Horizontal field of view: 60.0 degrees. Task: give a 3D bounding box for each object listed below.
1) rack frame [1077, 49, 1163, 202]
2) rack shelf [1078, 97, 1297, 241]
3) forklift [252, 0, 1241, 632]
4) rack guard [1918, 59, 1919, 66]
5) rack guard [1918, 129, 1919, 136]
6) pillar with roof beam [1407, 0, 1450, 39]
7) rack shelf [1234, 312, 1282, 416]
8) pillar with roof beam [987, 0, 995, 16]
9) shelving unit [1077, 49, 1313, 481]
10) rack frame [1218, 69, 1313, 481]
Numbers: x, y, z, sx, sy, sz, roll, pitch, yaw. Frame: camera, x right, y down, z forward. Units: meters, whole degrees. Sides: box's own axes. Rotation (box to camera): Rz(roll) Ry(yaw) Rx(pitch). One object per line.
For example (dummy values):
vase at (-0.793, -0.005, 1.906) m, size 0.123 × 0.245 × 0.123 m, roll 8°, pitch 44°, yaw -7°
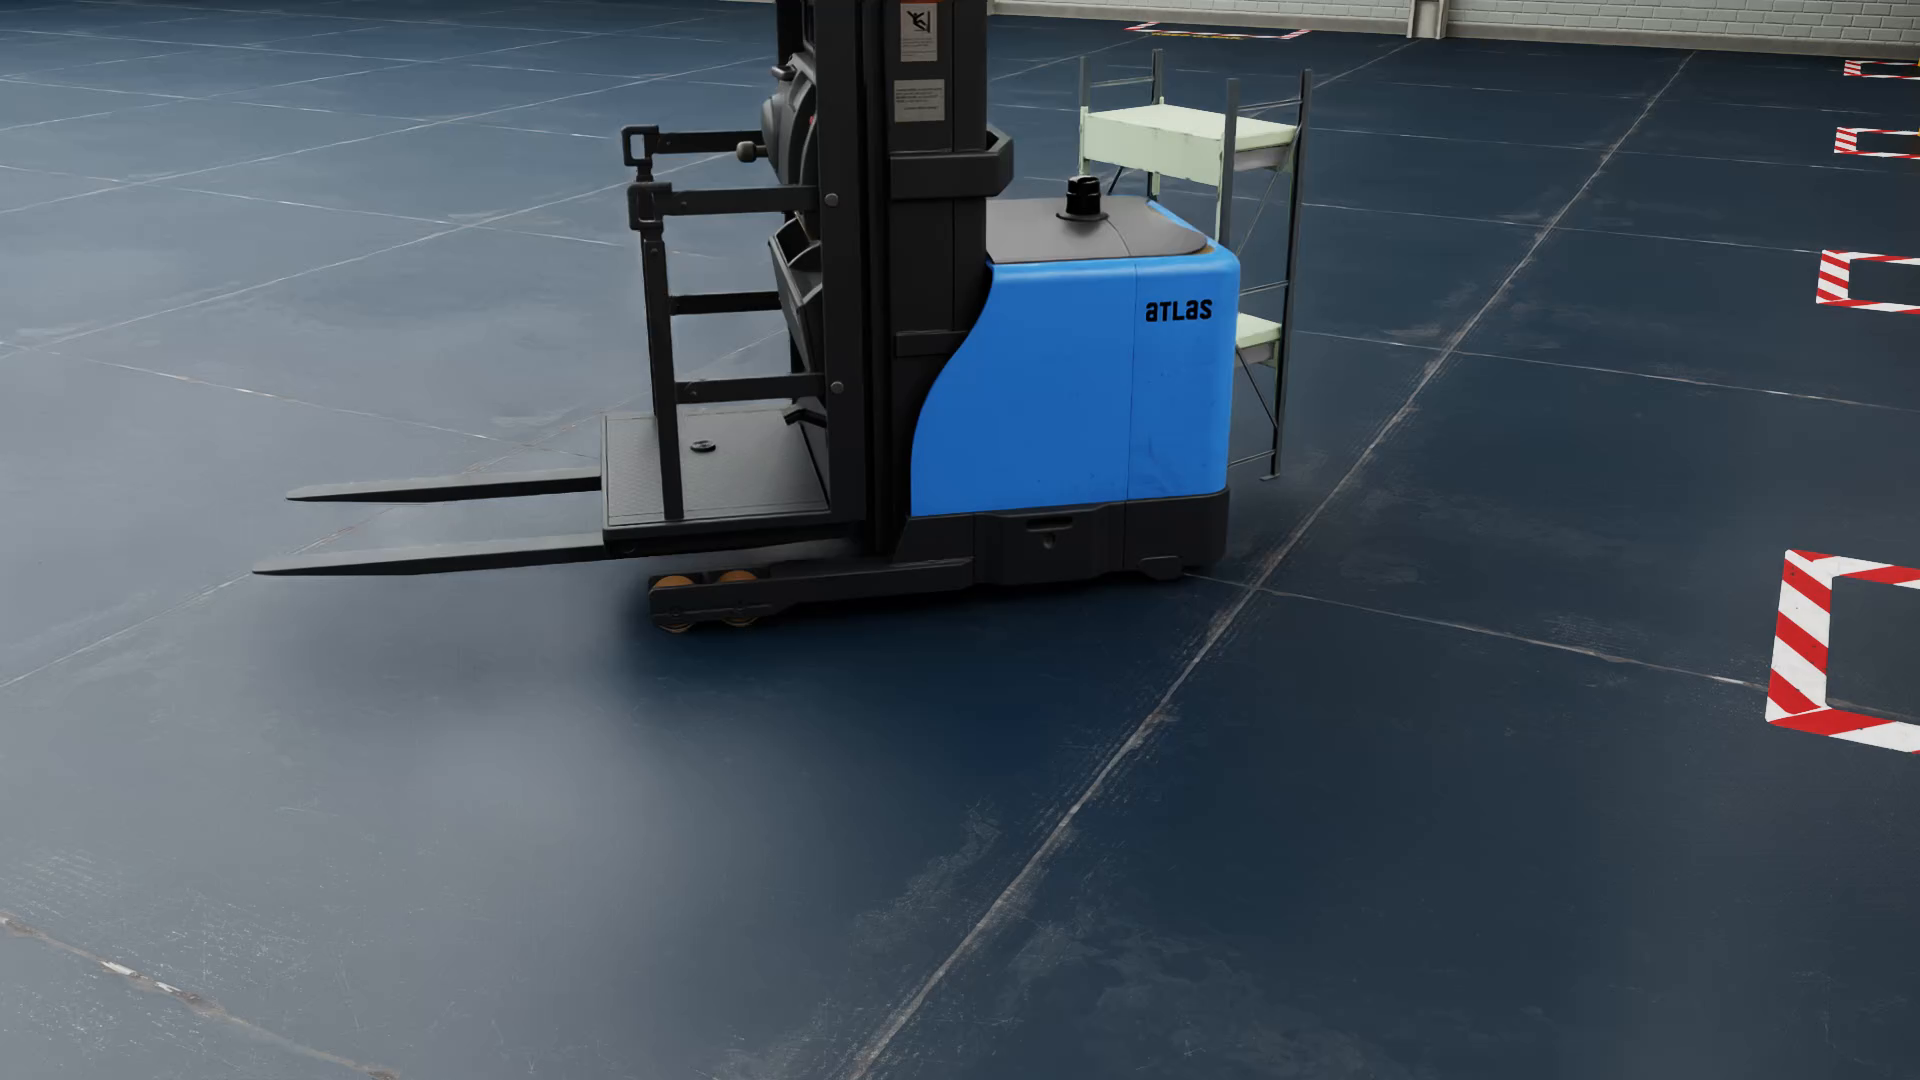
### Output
rack frame at (0.602, -1.113, 6.451) m, size 0.400 × 1.500 × 0.023 m, roll -17°, pitch 28°, yaw -35°
rack shelf at (0.827, -1.359, 6.033) m, size 0.431 × 0.370 × 0.720 m, roll -17°, pitch 28°, yaw -35°
forklift at (-0.695, -1.294, 5.048) m, size 3.031 × 2.935 × 1.130 m, roll -5°, pitch 23°, yaw -11°
rack guard at (9.992, -5.007, 16.884) m, size 0.348 × 0.500 × 1.175 m, roll 11°, pitch 25°, yaw 25°
rack guard at (7.671, -3.294, 12.856) m, size 0.348 × 0.500 × 1.175 m, roll 11°, pitch 25°, yaw 25°
pillar with roof beam at (3.643, -8.666, 14.628) m, size 0.400 × 9.000 × 9.100 m, roll 11°, pitch 25°, yaw 25°
rack shelf at (0.827, -0.700, 6.313) m, size 0.431 × 0.370 × 0.720 m, roll -17°, pitch 28°, yaw -35°
pillar with roof beam at (-1.712, -9.725, 17.119) m, size 0.400 × 9.000 × 9.100 m, roll 11°, pitch 25°, yaw 25°
shelving unit at (0.827, -1.000, 6.185) m, size 0.431 × 1.500 × 0.755 m, roll -17°, pitch 28°, yaw -35°
rack frame at (1.053, -0.887, 5.920) m, size 0.400 × 1.500 × 0.023 m, roll -17°, pitch 28°, yaw -35°
